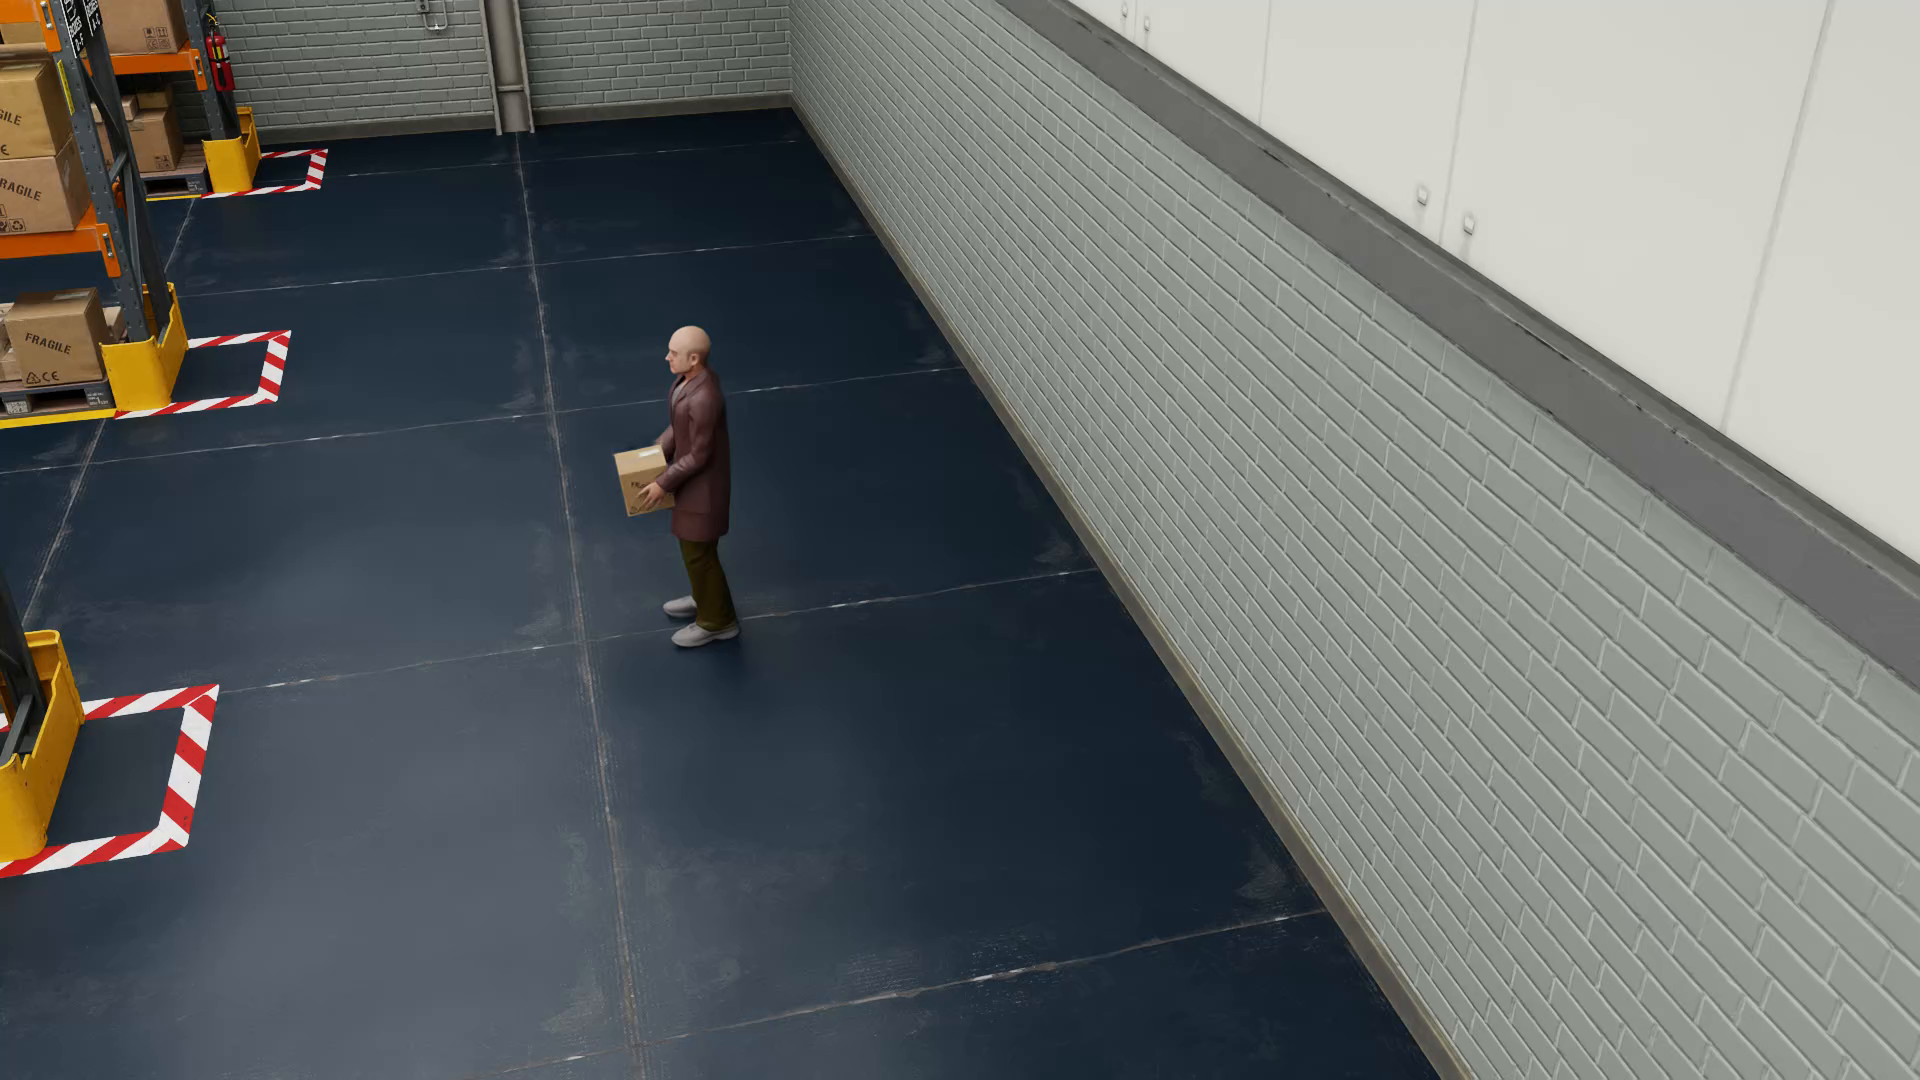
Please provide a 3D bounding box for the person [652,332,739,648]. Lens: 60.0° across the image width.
[{"bbox_3d":[-1.394,-0.279,8.746,0.429,1.772,0.647,-10,31,-16],"label":"person"}]
